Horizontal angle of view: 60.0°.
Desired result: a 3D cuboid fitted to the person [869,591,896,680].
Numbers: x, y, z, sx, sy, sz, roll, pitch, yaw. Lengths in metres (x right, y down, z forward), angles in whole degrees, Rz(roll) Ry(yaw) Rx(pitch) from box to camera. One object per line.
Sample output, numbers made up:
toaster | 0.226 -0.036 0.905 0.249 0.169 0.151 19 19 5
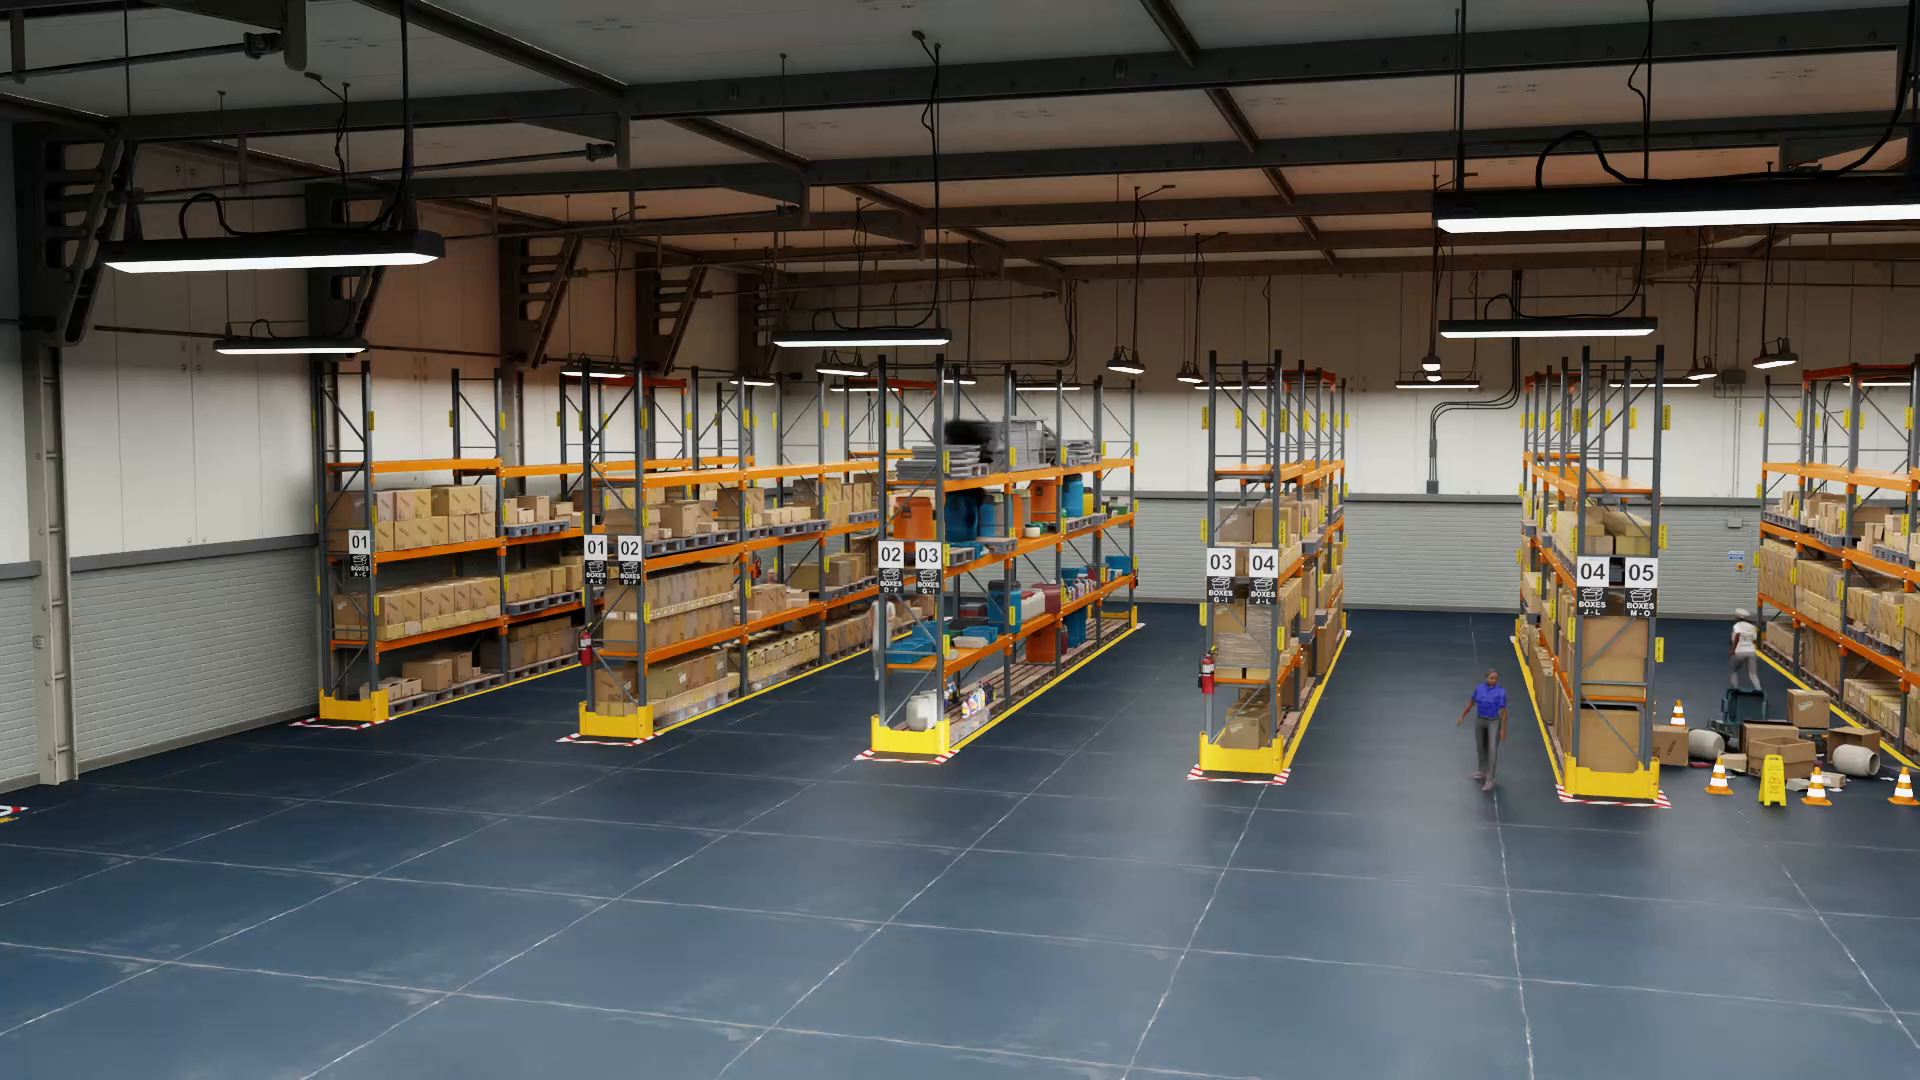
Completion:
person | -1.465 1.754 31.122 0.546 1.731 0.705 0 4 6

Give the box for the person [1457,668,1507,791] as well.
person | 7.198 2.550 22.901 0.764 1.638 0.670 -4 6 -44

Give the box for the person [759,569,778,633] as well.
person | -4.192 1.508 36.513 0.690 1.752 0.716 1 4 11

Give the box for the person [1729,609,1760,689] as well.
person | 13.934 2.072 29.531 0.574 1.660 0.955 0 4 -1
